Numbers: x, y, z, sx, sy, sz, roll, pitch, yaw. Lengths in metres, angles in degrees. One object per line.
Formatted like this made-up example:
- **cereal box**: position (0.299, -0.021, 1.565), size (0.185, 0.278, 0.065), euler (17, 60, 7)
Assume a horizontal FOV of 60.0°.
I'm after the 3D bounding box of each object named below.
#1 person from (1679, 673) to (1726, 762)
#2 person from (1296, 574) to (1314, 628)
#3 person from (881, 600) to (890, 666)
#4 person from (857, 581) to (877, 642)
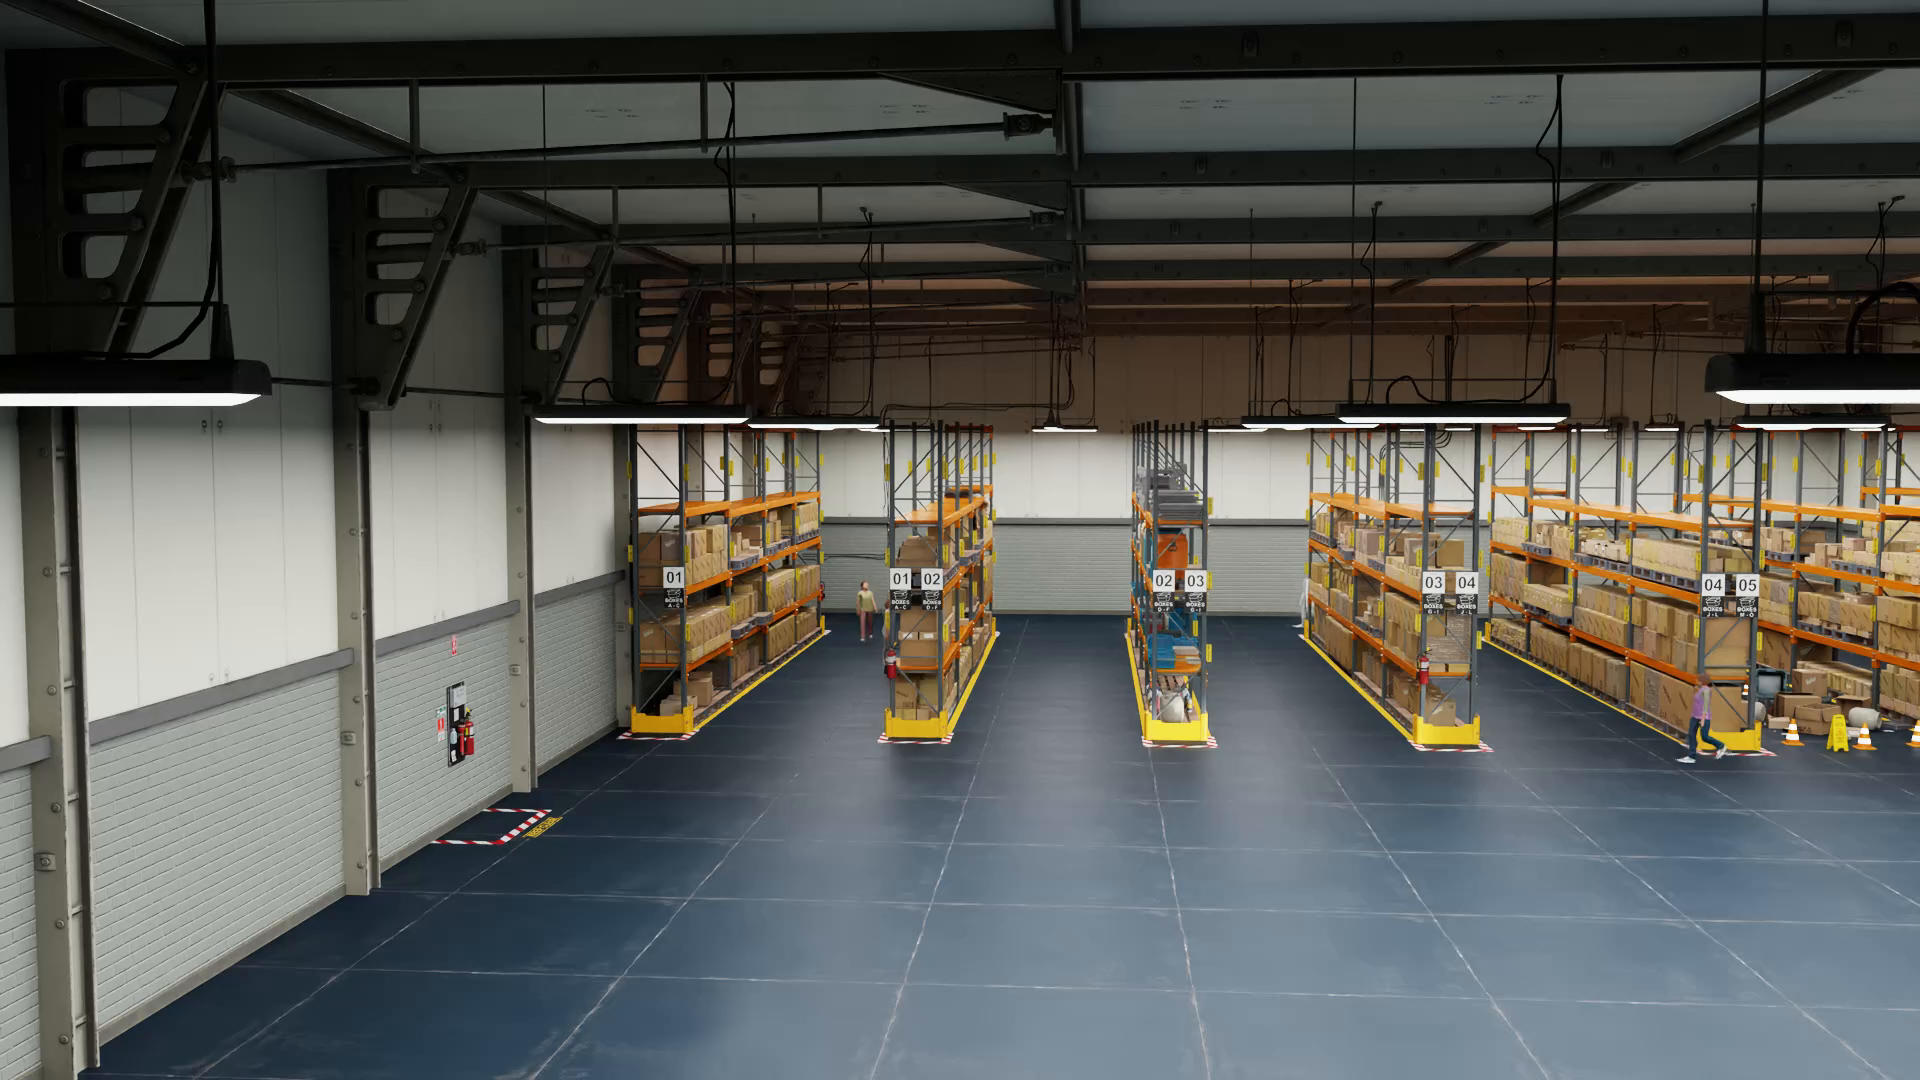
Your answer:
- **person**: position (12.960, 3.099, 28.949), size (0.760, 1.571, 0.406), euler (-1, 4, -16)
- **person**: position (10.374, 1.722, 49.197), size (0.774, 1.762, 0.617), euler (-2, 4, -32)
- **person**: position (-1.697, 2.240, 39.836), size (0.350, 1.604, 0.428), euler (1, 4, 13)
- **person**: position (-2.508, 1.916, 44.854), size (0.574, 1.615, 1.009), euler (0, 4, 2)
